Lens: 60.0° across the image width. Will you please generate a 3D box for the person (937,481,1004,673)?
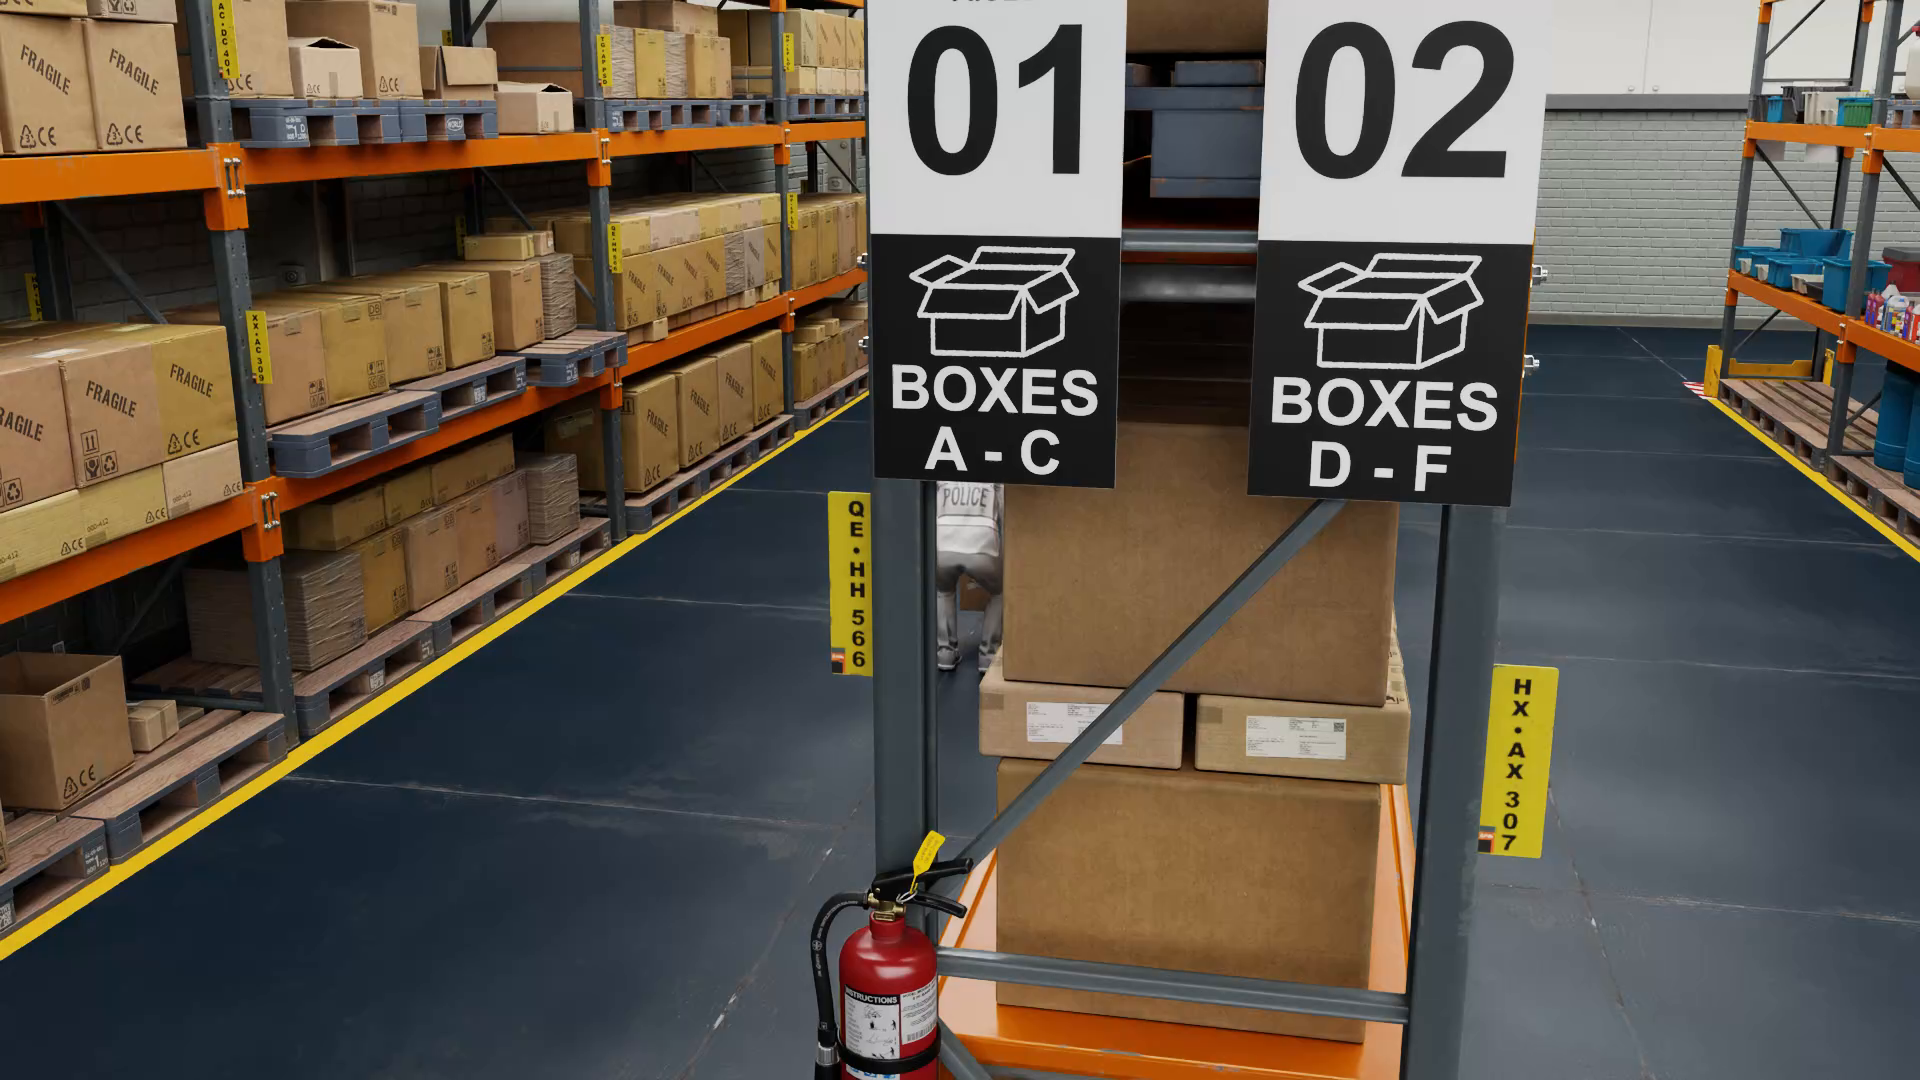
[{"bbox_3d":[0.034,0.049,9.065,0.534,1.294,0.749,3,15,12],"label":"person"}]
